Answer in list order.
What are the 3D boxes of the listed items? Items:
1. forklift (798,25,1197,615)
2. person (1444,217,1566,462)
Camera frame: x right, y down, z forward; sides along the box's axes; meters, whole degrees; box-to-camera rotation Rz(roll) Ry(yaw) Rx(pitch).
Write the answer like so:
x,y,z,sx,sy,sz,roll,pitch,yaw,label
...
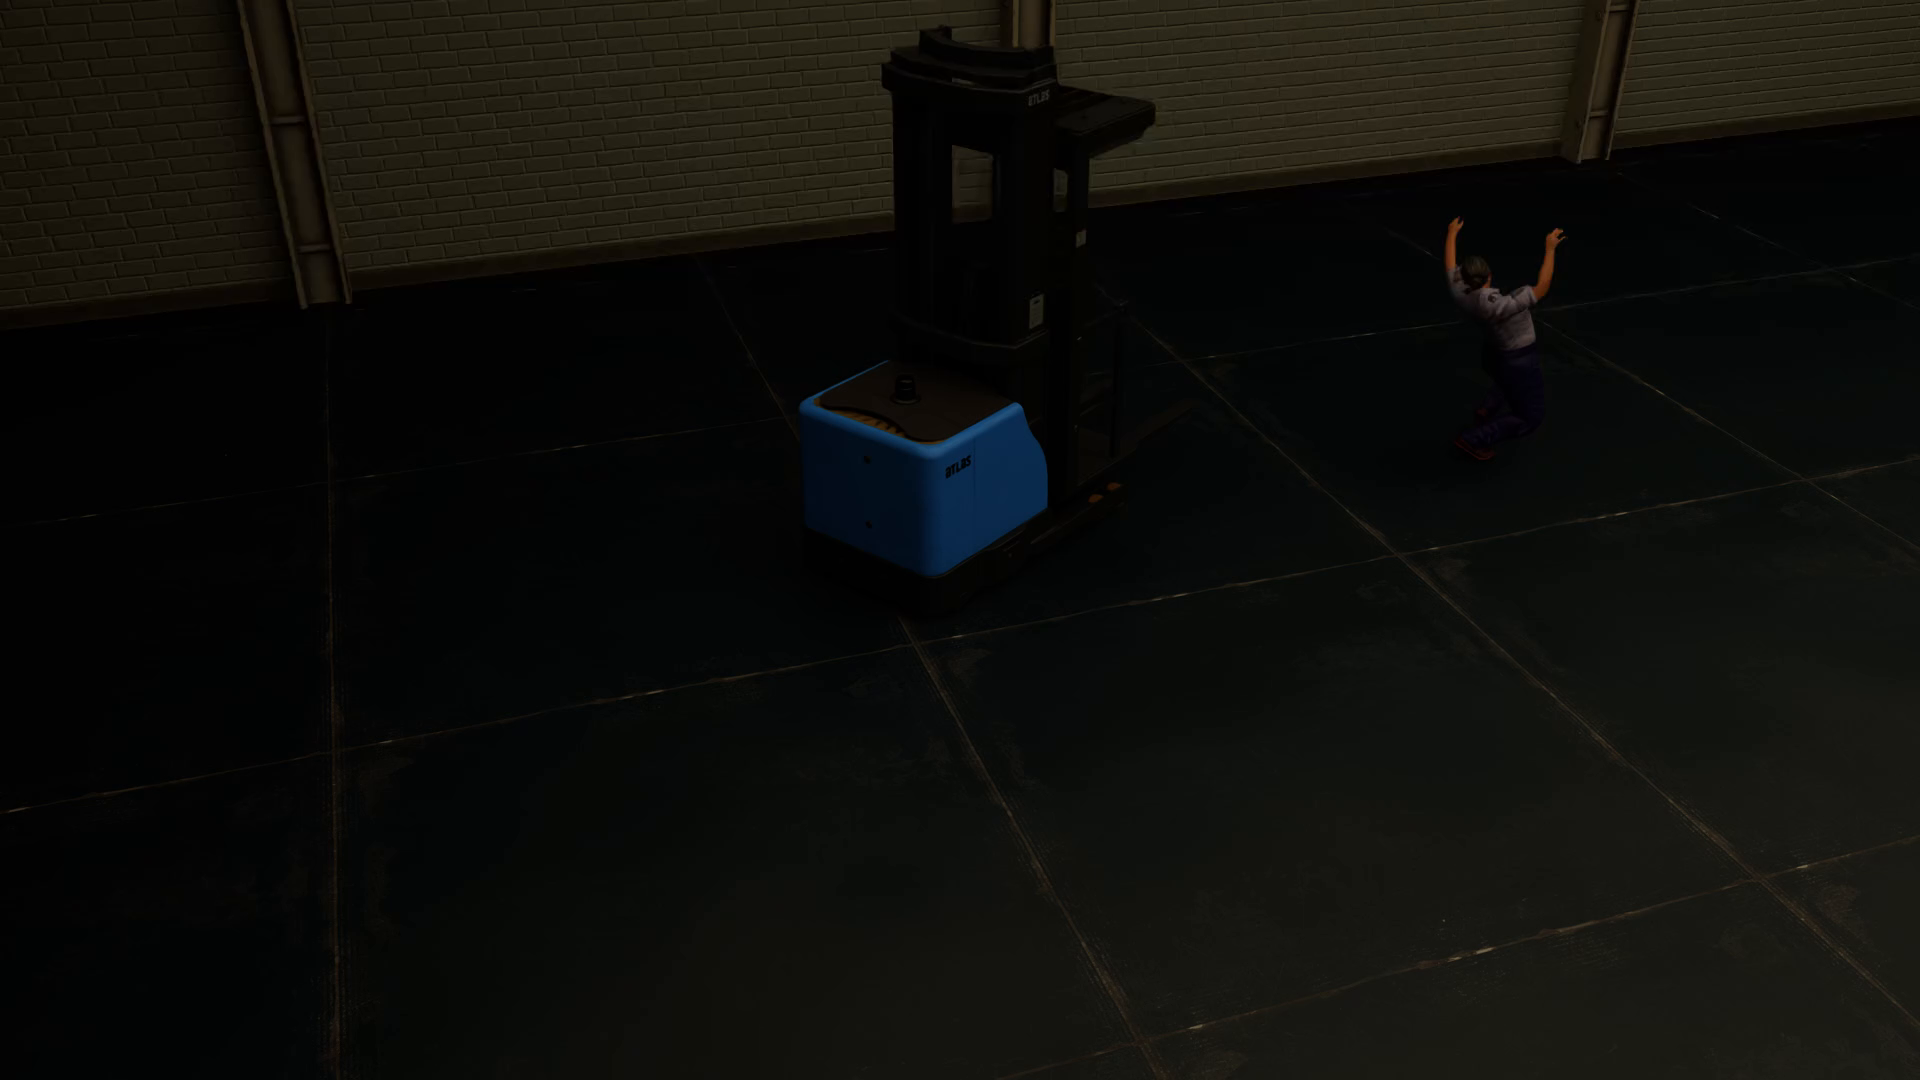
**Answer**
x,y,z,sx,sy,sz,roll,pitch,yaw,label
0.395,-1.526,9.739,1.130,2.935,3.031,22,36,33,forklift
3.482,-1.349,10.839,0.758,1.581,0.996,-6,30,-11,person
